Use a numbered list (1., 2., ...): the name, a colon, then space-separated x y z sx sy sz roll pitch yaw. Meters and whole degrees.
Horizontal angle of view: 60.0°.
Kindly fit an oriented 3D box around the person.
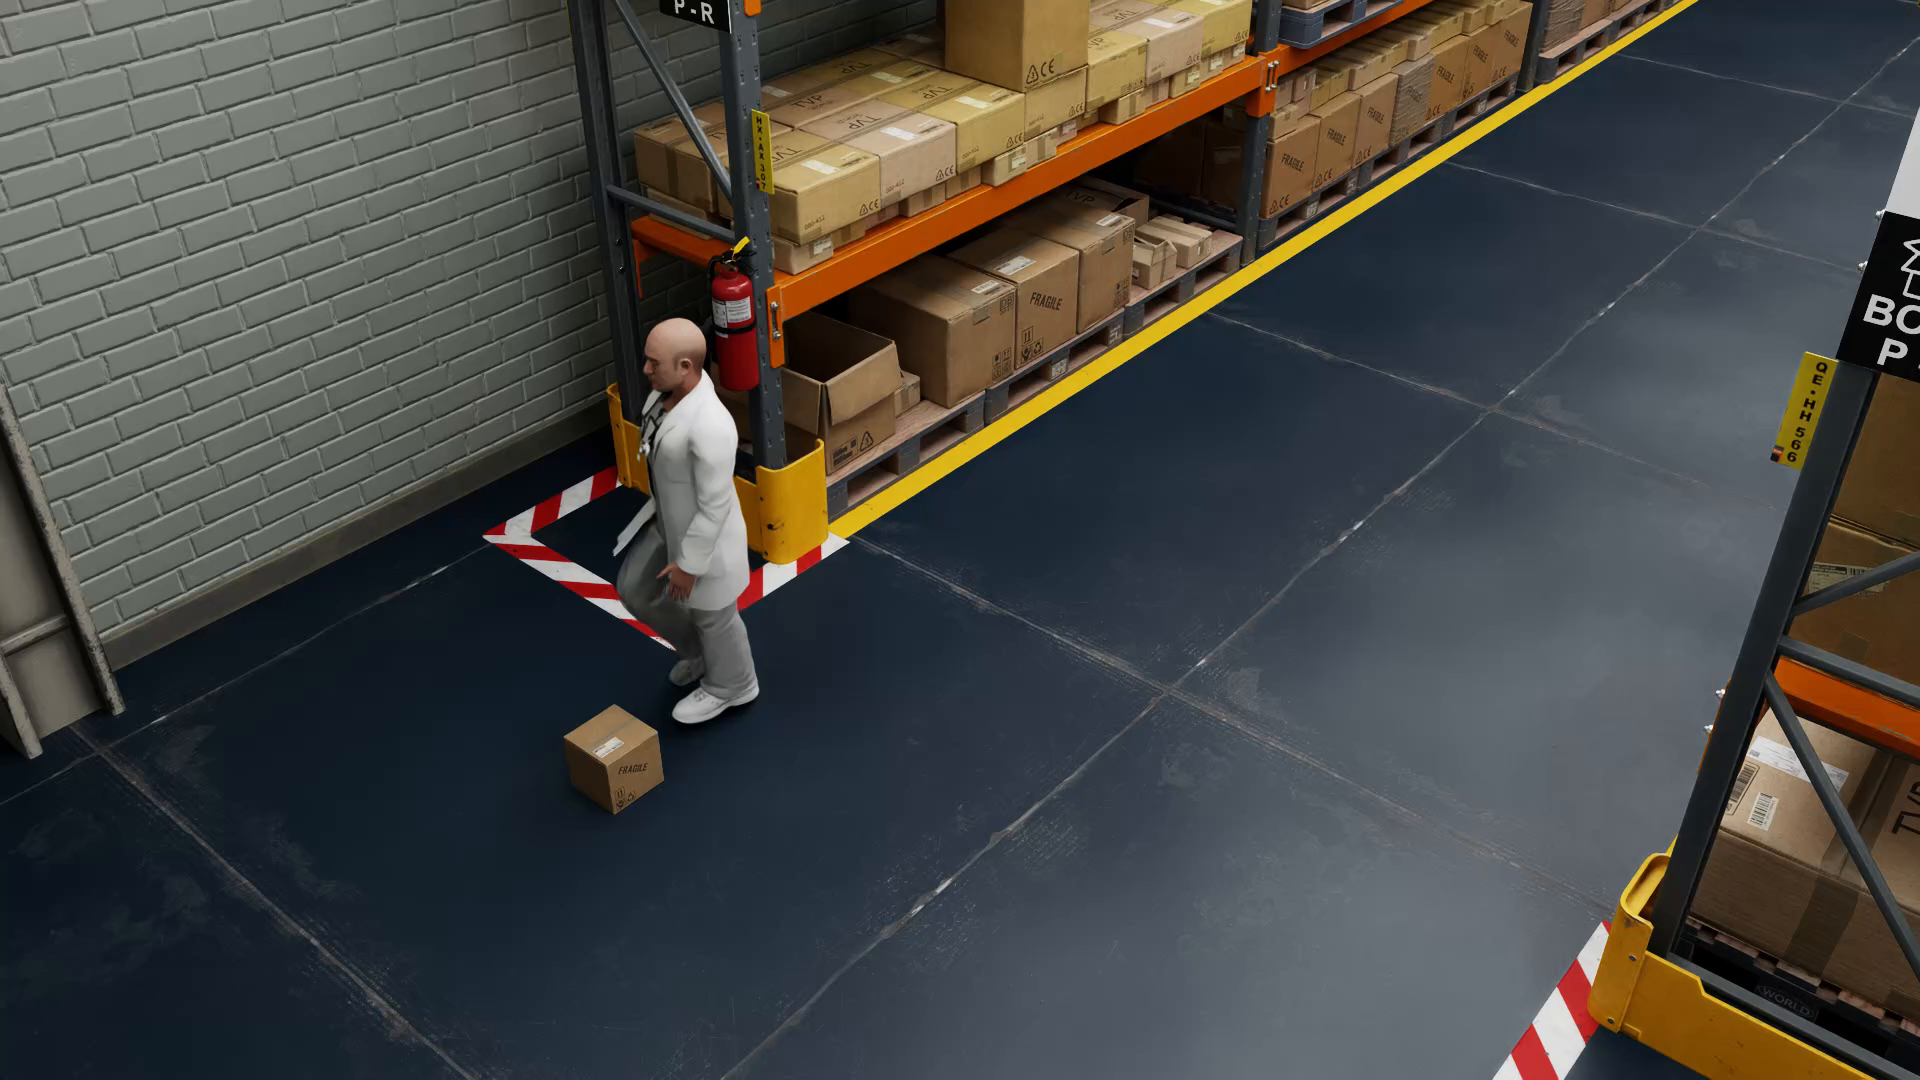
1. person: -1.012 -0.020 6.152 0.491 1.784 0.635 -19 39 -25
